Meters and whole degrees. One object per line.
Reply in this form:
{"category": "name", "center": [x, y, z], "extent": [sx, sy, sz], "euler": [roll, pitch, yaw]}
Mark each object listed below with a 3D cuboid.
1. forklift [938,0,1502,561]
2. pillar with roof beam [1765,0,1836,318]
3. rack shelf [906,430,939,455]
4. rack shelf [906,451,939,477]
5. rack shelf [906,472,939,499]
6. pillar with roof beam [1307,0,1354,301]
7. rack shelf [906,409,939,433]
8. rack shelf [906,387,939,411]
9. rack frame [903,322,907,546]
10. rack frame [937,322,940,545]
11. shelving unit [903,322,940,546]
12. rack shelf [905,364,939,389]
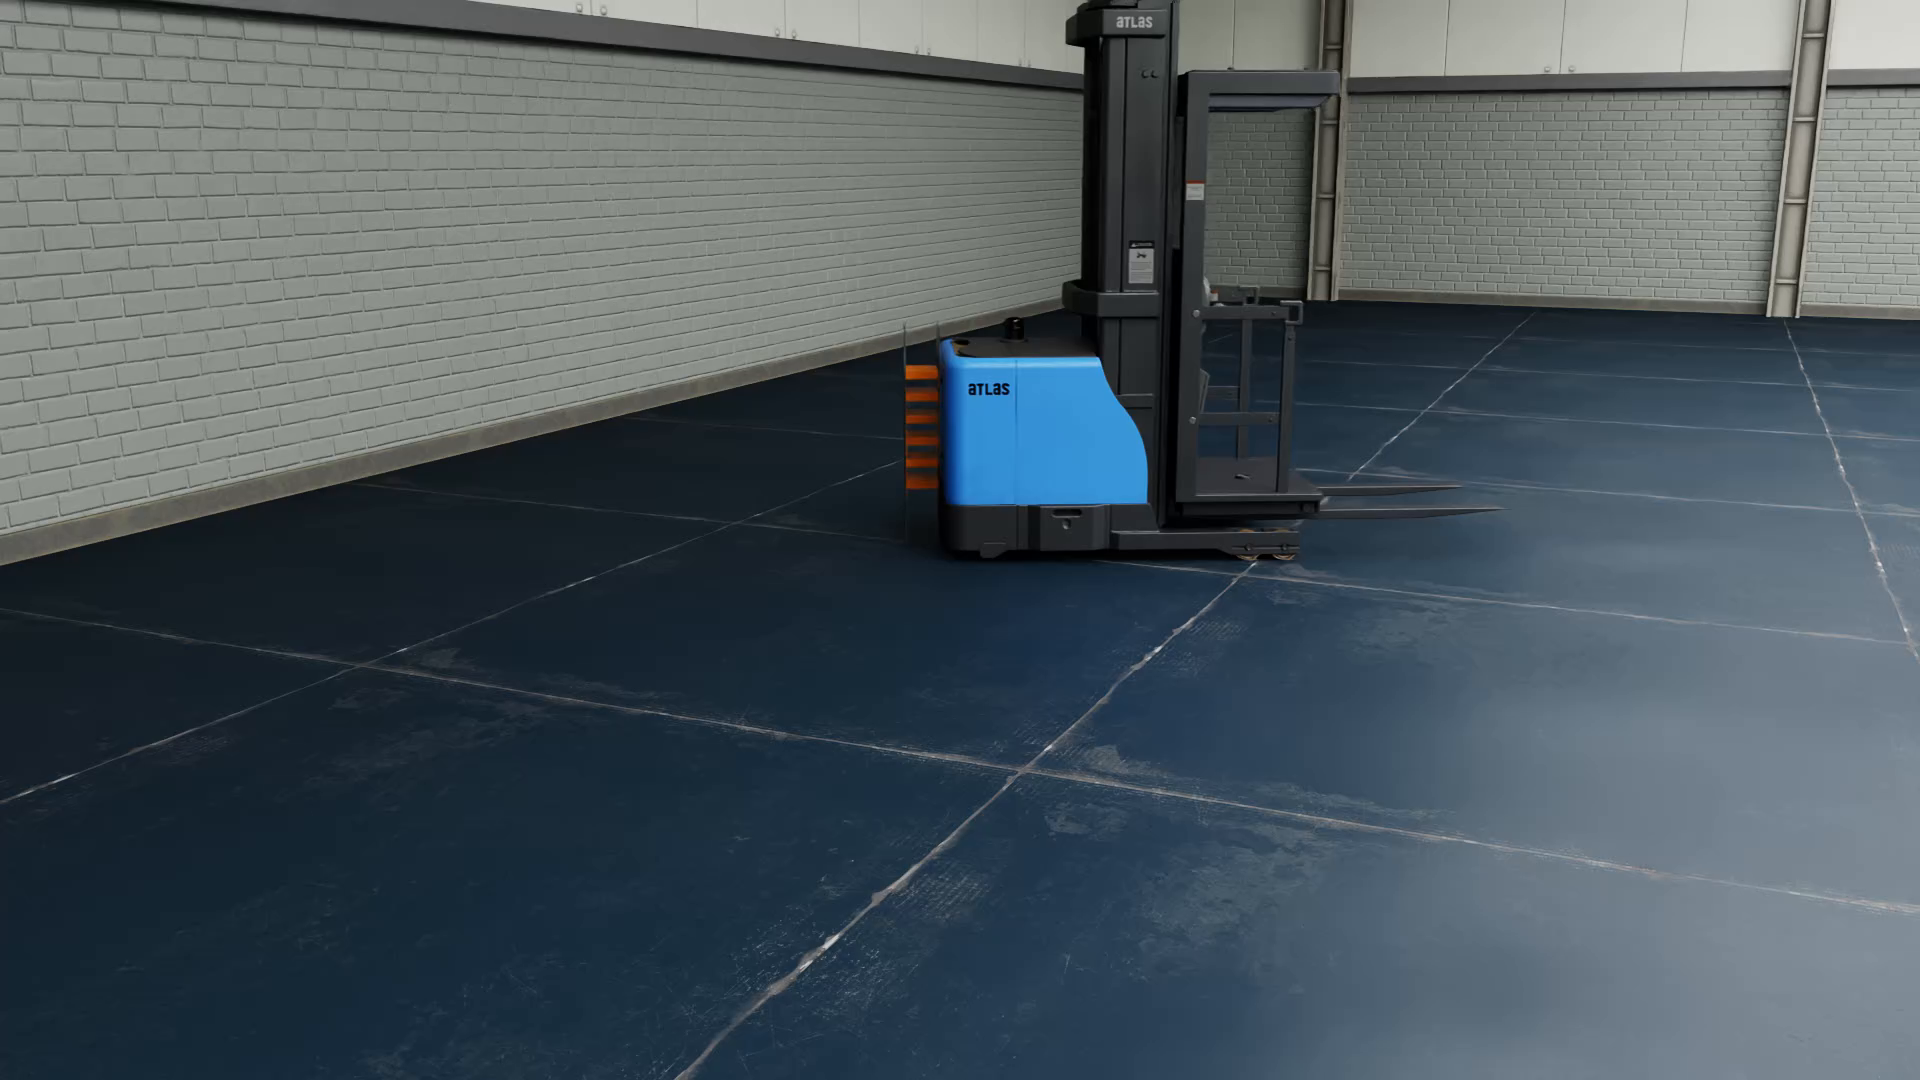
{"category": "forklift", "center": [1.405, -1.437, 8.965], "extent": [3.031, 2.935, 1.130], "euler": [-1, 13, -3]}
{"category": "pillar with roof beam", "center": [8.990, -6.404, 16.847], "extent": [0.400, 9.000, 9.100], "euler": [6, 14, 23]}
{"category": "rack shelf", "center": [-0.209, -0.539, 9.120], "extent": [0.180, 0.103, 0.258], "euler": [-1, 13, -3]}
{"category": "rack shelf", "center": [-0.209, -0.422, 9.148], "extent": [0.180, 0.103, 0.258], "euler": [-1, 13, -3]}
{"category": "rack shelf", "center": [-0.209, -0.305, 9.175], "extent": [0.180, 0.103, 0.258], "euler": [-1, 13, -3]}
{"category": "pillar with roof beam", "center": [3.505, -6.959, 19.213], "extent": [0.400, 9.000, 9.100], "euler": [6, 14, 23]}
{"category": "rack shelf", "center": [-0.209, -0.656, 9.093], "extent": [0.180, 0.103, 0.258], "euler": [-1, 13, -3]}
{"category": "rack shelf", "center": [-0.209, -0.773, 9.065], "extent": [0.180, 0.103, 0.258], "euler": [-1, 13, -3]}
{"category": "rack frame", "center": [-0.301, -0.581, 9.105], "extent": [0.006, 1.200, 0.240], "euler": [-1, 13, -3]}
{"category": "rack frame", "center": [-0.118, -0.583, 9.115], "extent": [0.006, 1.200, 0.240], "euler": [-1, 13, -3]}
{"category": "shelving unit", "center": [-0.209, -0.582, 9.110], "extent": [0.189, 1.200, 0.258], "euler": [-1, 13, -3]}
{"category": "rack shelf", "center": [-0.209, -0.890, 9.038], "extent": [0.180, 0.103, 0.258], "euler": [-1, 13, -3]}
